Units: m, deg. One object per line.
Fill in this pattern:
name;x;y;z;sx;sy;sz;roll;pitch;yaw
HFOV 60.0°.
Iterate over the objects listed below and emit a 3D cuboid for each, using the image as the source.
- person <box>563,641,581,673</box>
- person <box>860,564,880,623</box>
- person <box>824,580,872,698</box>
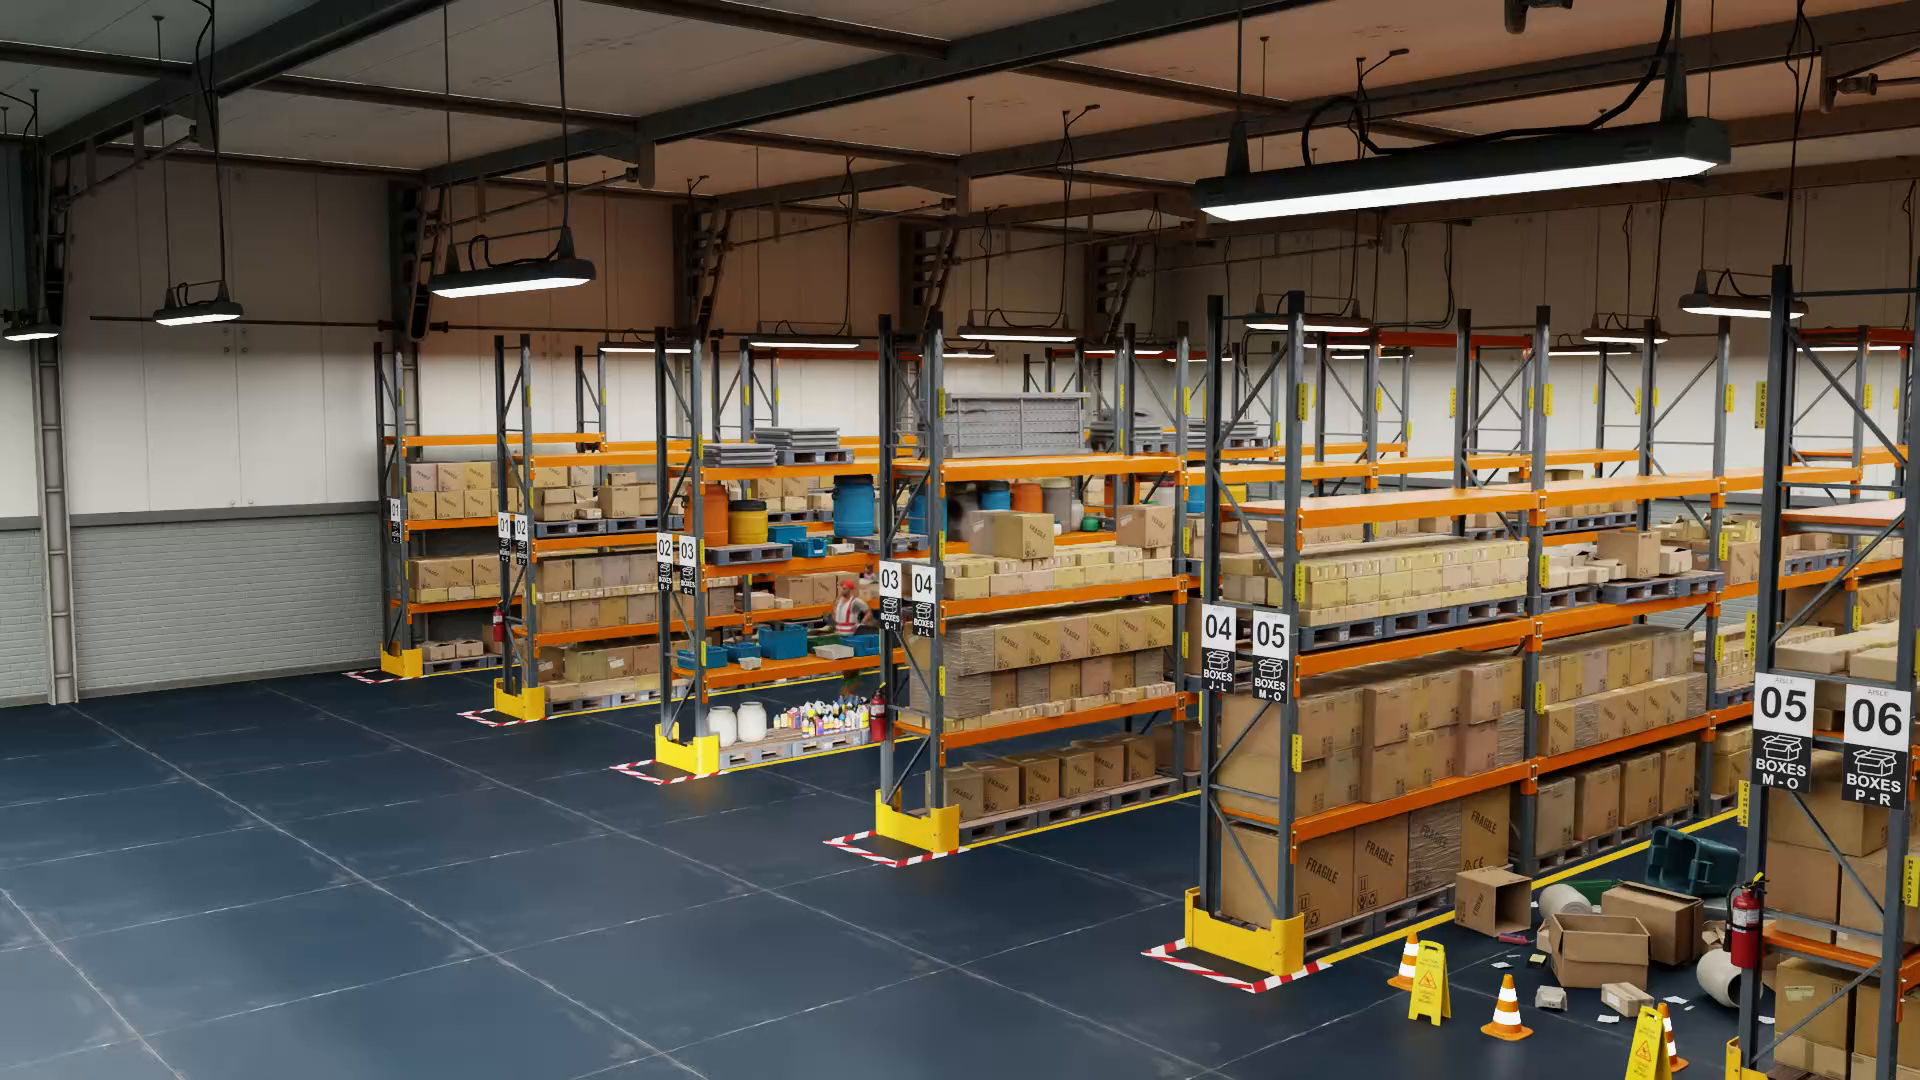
person;-6.702;1.669;28.735;0.964;1.736;0.656;-5;7;-42
person;-1.811;1.252;33.963;0.520;1.611;0.856;4;7;40
person;-1.835;1.581;26.621;0.690;1.888;0.630;-5;7;-43
